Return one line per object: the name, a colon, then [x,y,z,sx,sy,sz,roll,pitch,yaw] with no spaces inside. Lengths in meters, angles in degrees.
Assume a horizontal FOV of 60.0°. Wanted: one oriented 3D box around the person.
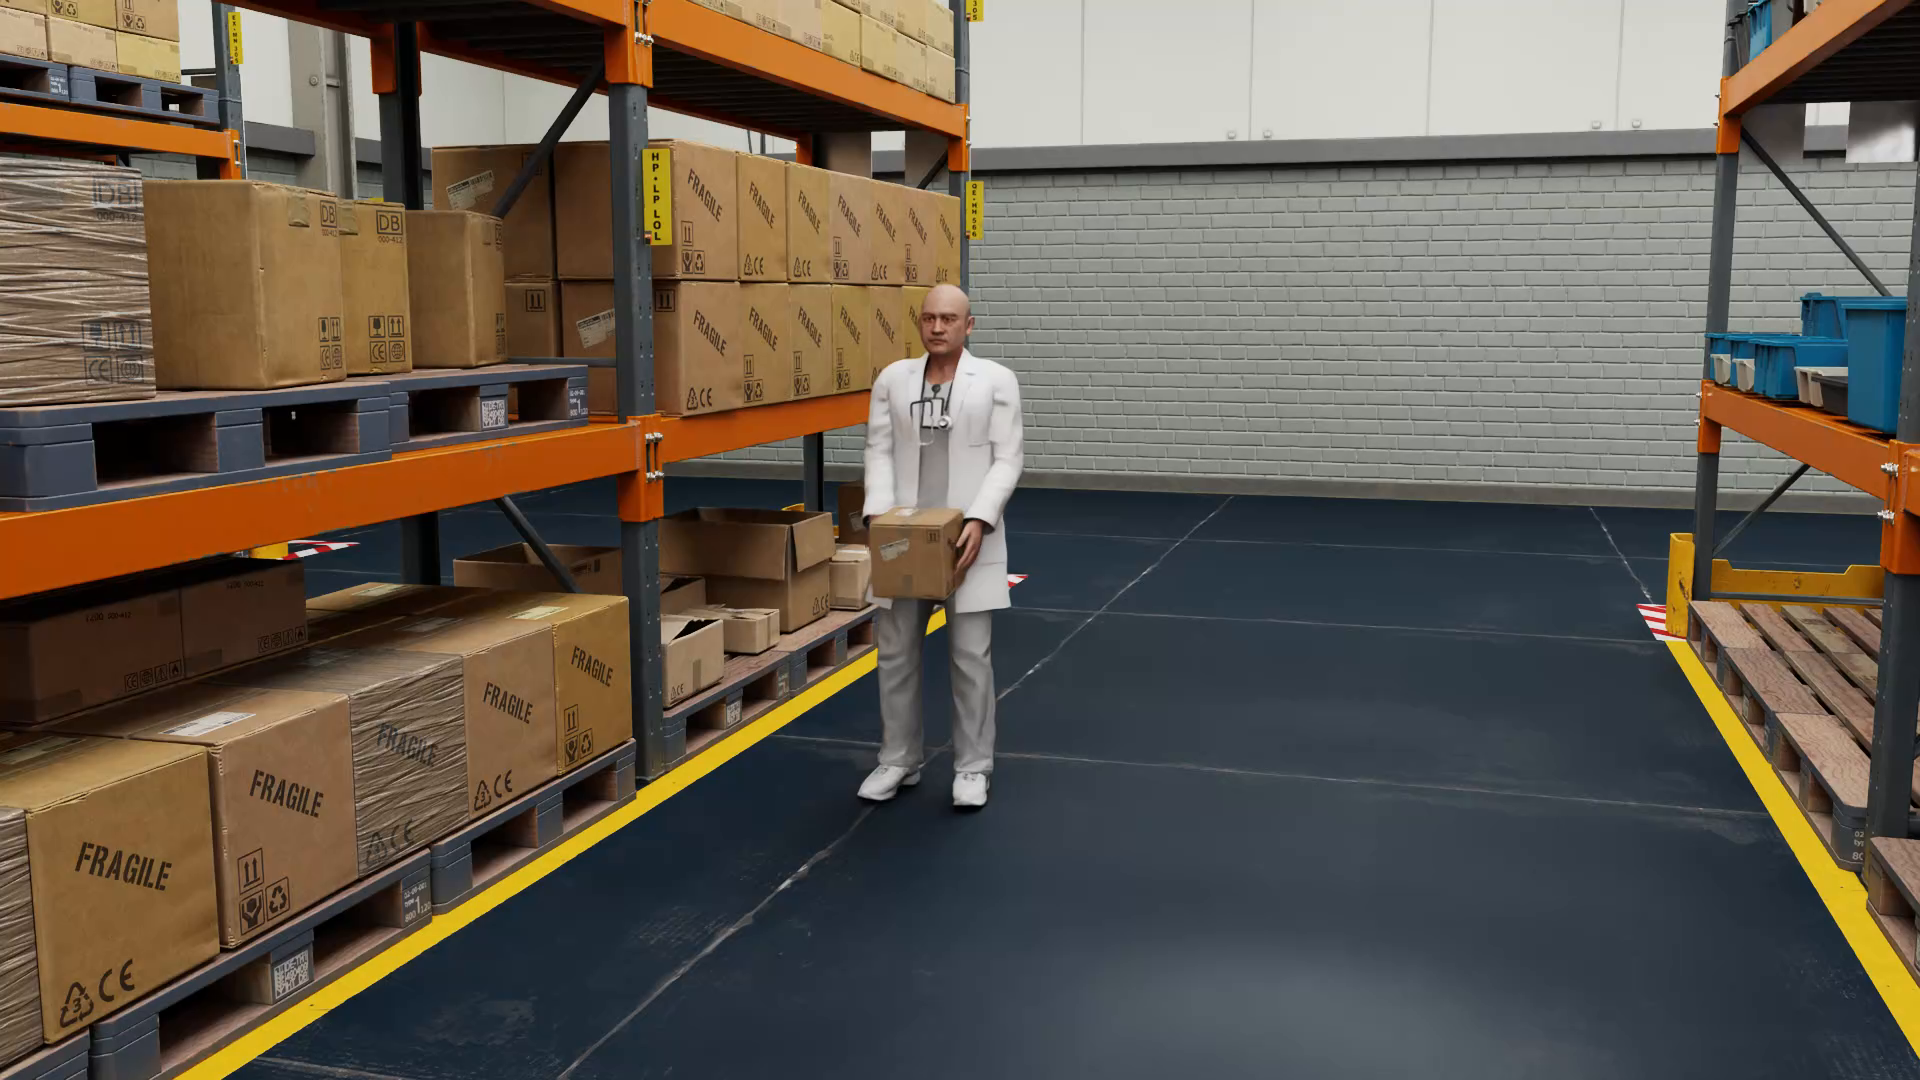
person: [-0.081,0.019,5.717,0.572,1.782,0.479,2,8,15]
